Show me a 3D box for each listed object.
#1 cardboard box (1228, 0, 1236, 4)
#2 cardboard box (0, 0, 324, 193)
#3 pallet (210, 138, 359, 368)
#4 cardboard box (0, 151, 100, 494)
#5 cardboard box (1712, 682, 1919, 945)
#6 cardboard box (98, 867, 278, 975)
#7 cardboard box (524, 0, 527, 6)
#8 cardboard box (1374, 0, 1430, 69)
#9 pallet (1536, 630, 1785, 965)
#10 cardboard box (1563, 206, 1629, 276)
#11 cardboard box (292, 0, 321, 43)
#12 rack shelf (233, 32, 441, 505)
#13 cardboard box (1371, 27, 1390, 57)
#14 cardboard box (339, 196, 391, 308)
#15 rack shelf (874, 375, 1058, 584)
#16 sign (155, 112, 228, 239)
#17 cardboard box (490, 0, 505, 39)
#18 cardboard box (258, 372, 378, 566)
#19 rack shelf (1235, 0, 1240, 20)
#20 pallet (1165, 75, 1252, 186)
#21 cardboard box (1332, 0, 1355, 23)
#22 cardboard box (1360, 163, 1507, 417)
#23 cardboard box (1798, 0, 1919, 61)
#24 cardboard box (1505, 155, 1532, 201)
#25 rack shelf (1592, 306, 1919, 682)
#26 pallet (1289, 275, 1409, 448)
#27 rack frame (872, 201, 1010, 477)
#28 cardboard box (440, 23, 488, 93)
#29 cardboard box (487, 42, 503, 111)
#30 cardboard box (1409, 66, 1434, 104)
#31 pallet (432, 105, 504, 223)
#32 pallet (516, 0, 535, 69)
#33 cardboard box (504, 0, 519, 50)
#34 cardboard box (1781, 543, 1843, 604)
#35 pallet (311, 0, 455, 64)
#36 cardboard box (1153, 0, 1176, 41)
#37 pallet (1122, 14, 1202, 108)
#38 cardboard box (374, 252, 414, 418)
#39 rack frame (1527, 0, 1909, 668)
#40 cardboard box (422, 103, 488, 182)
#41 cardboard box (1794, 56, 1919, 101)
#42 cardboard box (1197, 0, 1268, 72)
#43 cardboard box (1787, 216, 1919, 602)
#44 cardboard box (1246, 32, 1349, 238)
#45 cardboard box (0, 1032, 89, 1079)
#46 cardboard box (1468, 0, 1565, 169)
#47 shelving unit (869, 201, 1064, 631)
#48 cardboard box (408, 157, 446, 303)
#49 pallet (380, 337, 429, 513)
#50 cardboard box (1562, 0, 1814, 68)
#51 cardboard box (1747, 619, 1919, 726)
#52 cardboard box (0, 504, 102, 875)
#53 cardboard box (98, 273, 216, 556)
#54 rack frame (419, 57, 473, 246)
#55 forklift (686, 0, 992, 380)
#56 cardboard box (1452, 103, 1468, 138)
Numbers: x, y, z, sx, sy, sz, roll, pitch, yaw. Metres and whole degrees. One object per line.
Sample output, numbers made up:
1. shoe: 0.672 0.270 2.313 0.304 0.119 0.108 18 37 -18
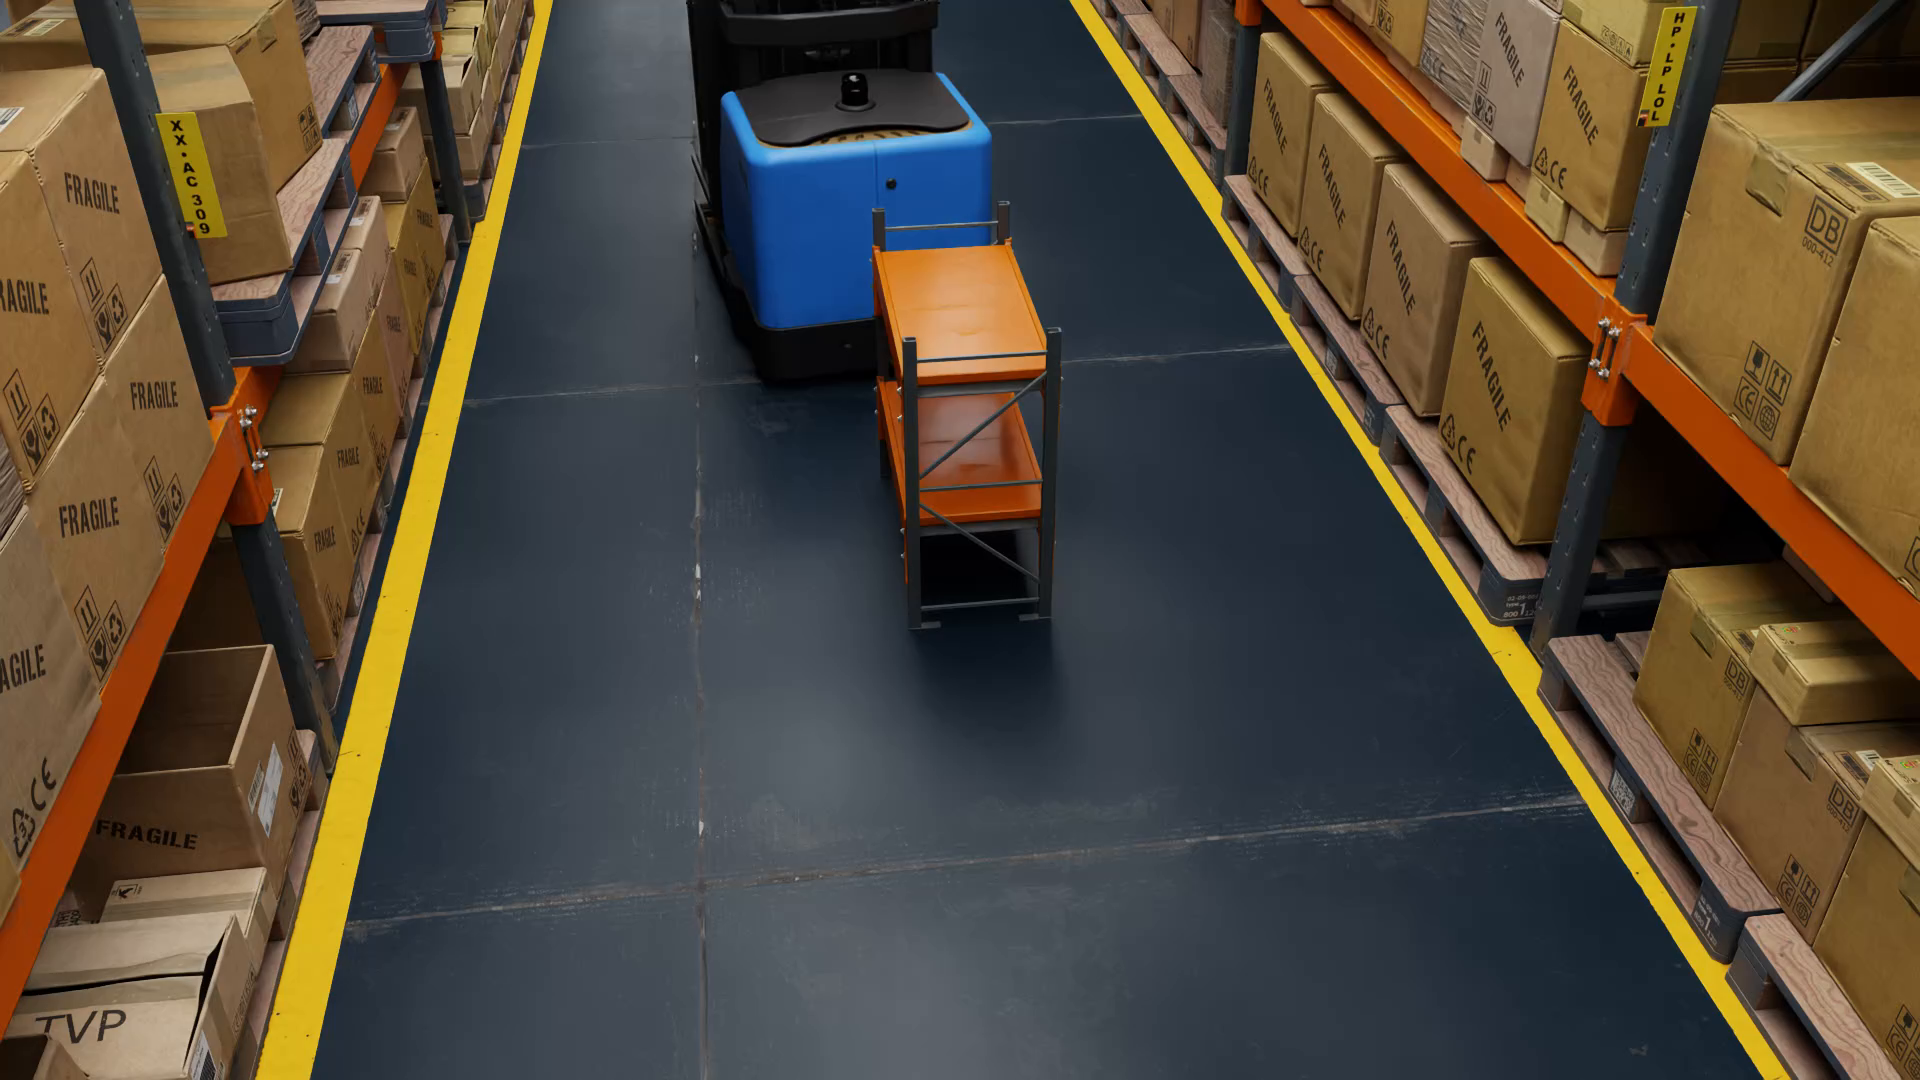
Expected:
1. cardboard box: 1.752 -3.291 9.579 0.500 0.250 0.500 -4 34 -5
2. cardboard box: -2.452 -1.378 5.146 0.700 0.500 0.500 1 34 1
3. pallet: -2.454 -0.878 5.045 1.003 0.211 1.213 -4 35 -6
4. cardboard box: -2.059 -0.409 3.210 0.500 0.500 0.500 -5 35 -7
5. cardboard box: 2.517 0.685 4.428 0.700 0.500 0.500 -5 35 -7
6. cardboard box: -1.987 0.995 4.268 0.380 0.149 0.250 -4 35 -6
7. cardboard box: -3.188 -3.795 11.224 0.500 0.250 0.500 -5 35 -7
8. cardboard box: 1.932 -2.134 6.347 0.500 0.500 0.500 -3 34 -5
9. pallet: 2.478 0.703 5.031 1.003 0.211 1.213 -4 35 -6
10. cardboard box: 2.127 -0.952 5.188 0.380 0.149 0.250 -4 34 -6
11. cardboard box: -2.863 -2.082 6.180 0.700 0.500 0.500 2 34 3
12. rack shelf: -2.724 -1.321 6.164 1.077 0.370 4.000 -4 35 -6
13. cardboard box: 1.931 -2.099 6.872 0.380 0.149 0.250 -4 34 -6
14. cardboard box: -2.481 -1.088 6.346 0.500 0.250 0.500 -5 35 -7
15. rack shelf: 0.001 -0.259 6.065 0.538 0.278 1.000 -4 35 -6
16. sign: -1.918 -0.906 4.147 0.100 0.325 0.005 -4 35 -6
17. cardboard box: -2.987 -3.182 9.827 0.500 0.311 0.500 -5 35 -7
18. cardboard box: -2.361 -0.237 5.763 0.500 0.500 0.500 -4 34 -6
19. rack shelf: 1.647 -3.931 9.993 1.077 0.370 4.000 -4 35 -6
20. pallet: 1.812 -2.396 9.578 1.003 0.211 1.213 -4 35 -6
21. cardboard box: 1.863 -2.388 7.296 0.380 0.149 0.250 -5 35 -7
22. cardboard box: 2.115 -1.014 6.610 0.750 0.750 0.750 -3 34 -5
23. cardboard box: 2.650 -1.639 4.954 0.500 0.250 0.500 -3 34 -5
24. cardboard box: 2.080 -1.239 5.609 0.380 0.149 0.250 -3 34 -5
25. rack shelf: 2.722 0.533 3.442 1.077 0.370 4.000 -4 35 -6
26. pallet: 2.108 -0.835 7.287 1.003 0.211 1.213 -4 35 -6
27. rack frame: -0.067 -0.745 6.344 0.500 1.125 0.032 -4 35 -6
28. cardboard box: -2.851 -2.611 8.988 0.500 0.311 0.500 -5 35 -8
29. cardboard box: -2.916 -2.657 9.553 0.500 0.250 0.500 -5 35 -8
30. cardboard box: 1.976 -1.813 6.452 0.380 0.149 0.250 -3 34 -5
31. pallet: -3.065 -2.045 9.063 1.003 0.211 1.213 -4 35 -6
32. pallet: -3.393 -3.406 11.061 1.003 0.211 1.213 -4 35 -6
33. cardboard box: -3.052 -3.227 10.390 0.500 0.250 0.500 -4 34 -5
34. cardboard box: 2.630 0.041 4.798 0.380 0.149 0.250 -5 35 -7
35. pallet: -2.832 -2.283 7.106 1.213 0.211 1.003 -4 35 -6
36. cardboard box: 1.641 -3.511 10.568 0.700 0.500 0.500 -4 34 -6
37. pallet: 1.651 -3.075 10.575 1.003 0.211 1.213 -4 35 -6
38. cardboard box: -2.488 -0.798 6.587 0.500 0.500 0.500 -6 35 -8
39. rack frame: 2.453 -0.880 4.878 1.000 3.000 0.127 -4 35 -6
40. cardboard box: -2.772 -2.087 8.717 0.500 0.250 0.500 -4 35 -7
41. cardboard box: 2.641 -1.328 5.165 0.500 0.500 0.500 -6 35 -8
42. cardboard box: 1.813 -2.955 9.752 0.700 0.500 0.500 -4 35 -6
43. cardboard box: 2.603 -0.292 3.749 0.980 0.700 0.700 -5 35 -8
44. cardboard box: 1.884 -1.977 8.023 0.750 0.750 0.750 -5 35 -7
45. cardboard box: -2.197 1.395 3.365 0.797 0.503 0.637 -4 35 -6
46. cardboard box: 2.063 -1.575 5.527 0.500 0.500 0.500 -4 34 -6
47. shelving unit: 0.001 -0.461 5.928 0.538 1.125 1.048 -4 35 -6
48. cardboard box: -2.634 -1.379 7.440 0.500 0.500 0.500 -3 34 -5
49. pallet: -2.769 -0.484 6.772 1.003 0.211 1.213 -4 35 -6
50. cardboard box: 2.137 -1.604 4.903 0.500 0.250 0.500 -4 34 -5
51. cardboard box: 2.318 0.341 4.356 0.380 0.149 0.250 -3 34 -5
52. cardboard box: -1.991 0.290 3.073 0.500 0.500 0.500 -4 34 -5
53. cardboard box: -2.133 -0.284 3.915 0.500 0.500 0.500 -4 34 -6
54. rack frame: -2.993 -2.735 7.599 1.000 3.000 0.127 -4 35 -6
55. forklift: -0.731 -2.724 7.645 1.130 2.935 3.031 -9 35 -13
56. cardboard box: 2.019 -1.523 6.026 0.380 0.149 0.250 -4 35 -6
